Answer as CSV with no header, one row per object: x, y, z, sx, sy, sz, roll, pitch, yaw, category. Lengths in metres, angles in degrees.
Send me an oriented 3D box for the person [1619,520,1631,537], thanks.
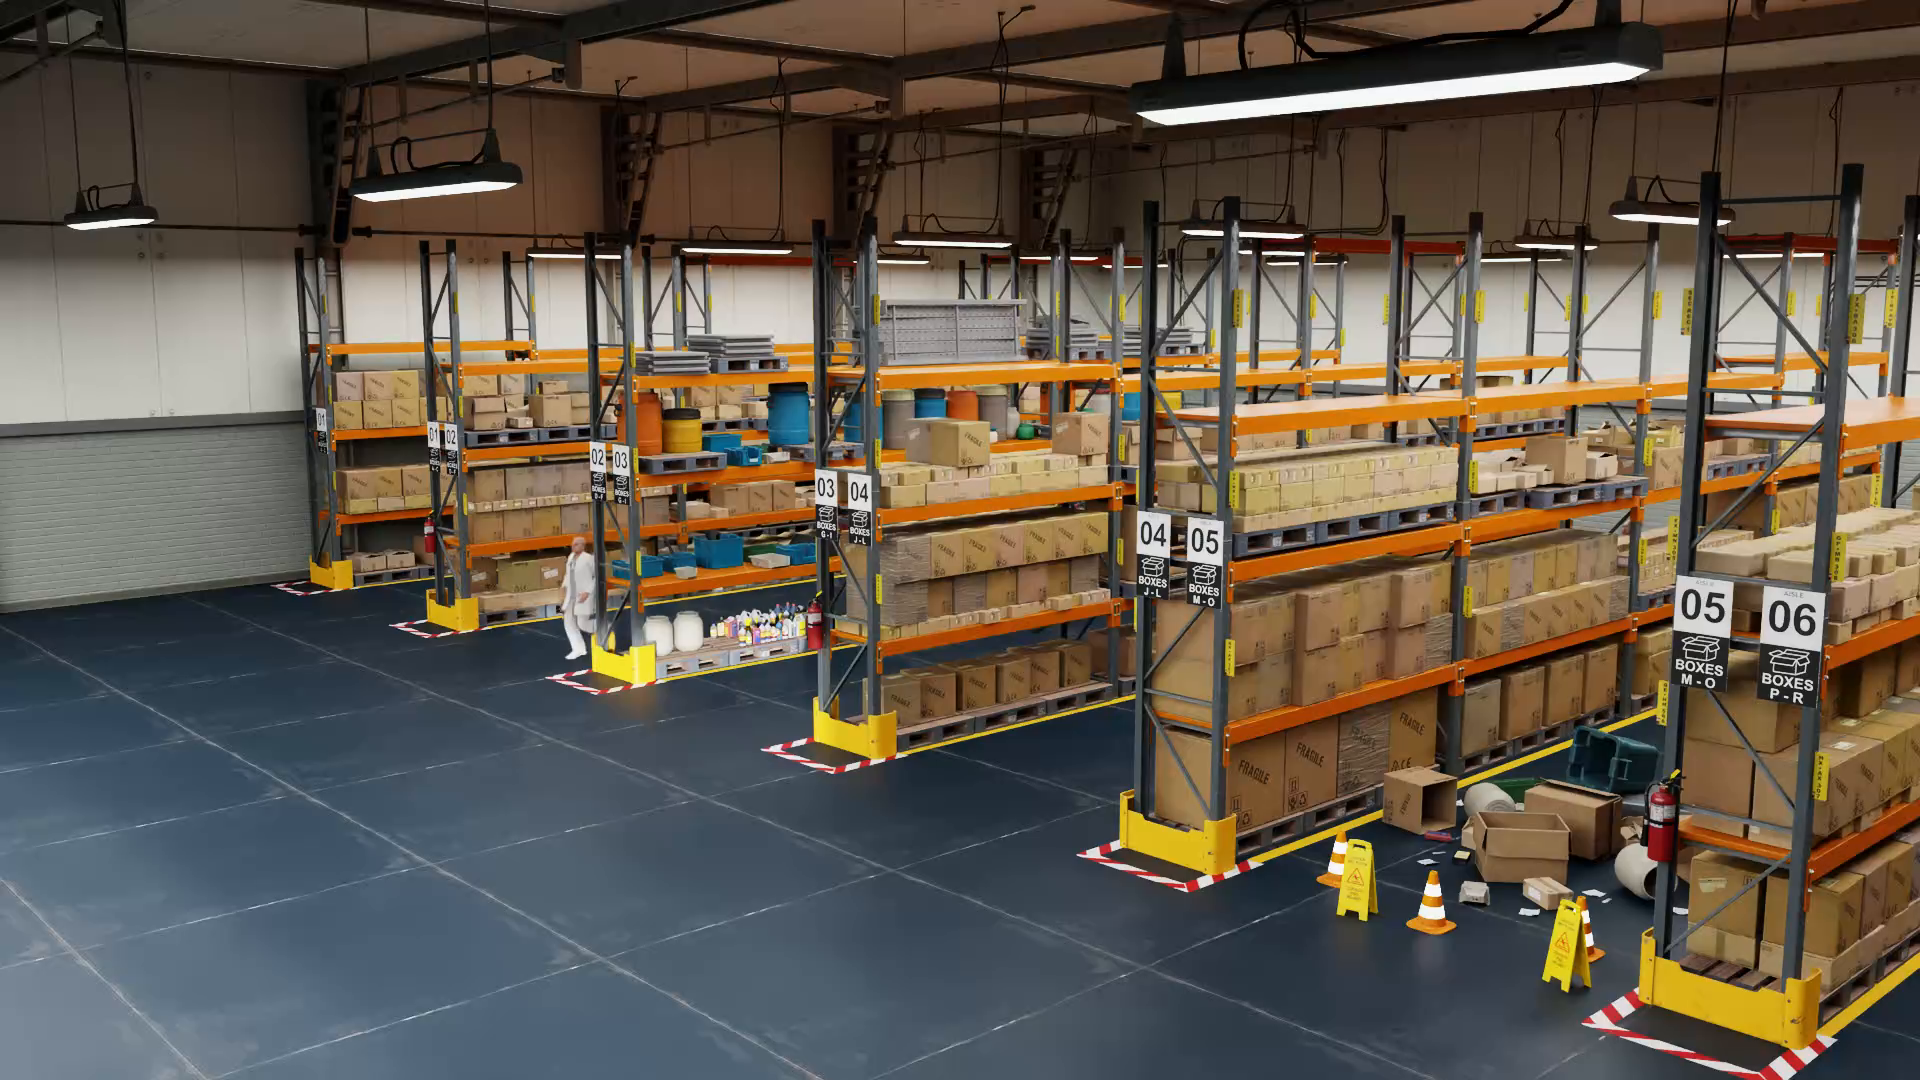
10.193,0.594,25.238,0.923,1.811,0.706,-6,10,-35,person

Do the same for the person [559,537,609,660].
-5.418,0.806,23.964,0.729,1.747,0.773,5,10,31,person

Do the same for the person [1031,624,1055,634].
1.247,0.457,24.340,0.632,1.759,0.899,6,10,36,person
